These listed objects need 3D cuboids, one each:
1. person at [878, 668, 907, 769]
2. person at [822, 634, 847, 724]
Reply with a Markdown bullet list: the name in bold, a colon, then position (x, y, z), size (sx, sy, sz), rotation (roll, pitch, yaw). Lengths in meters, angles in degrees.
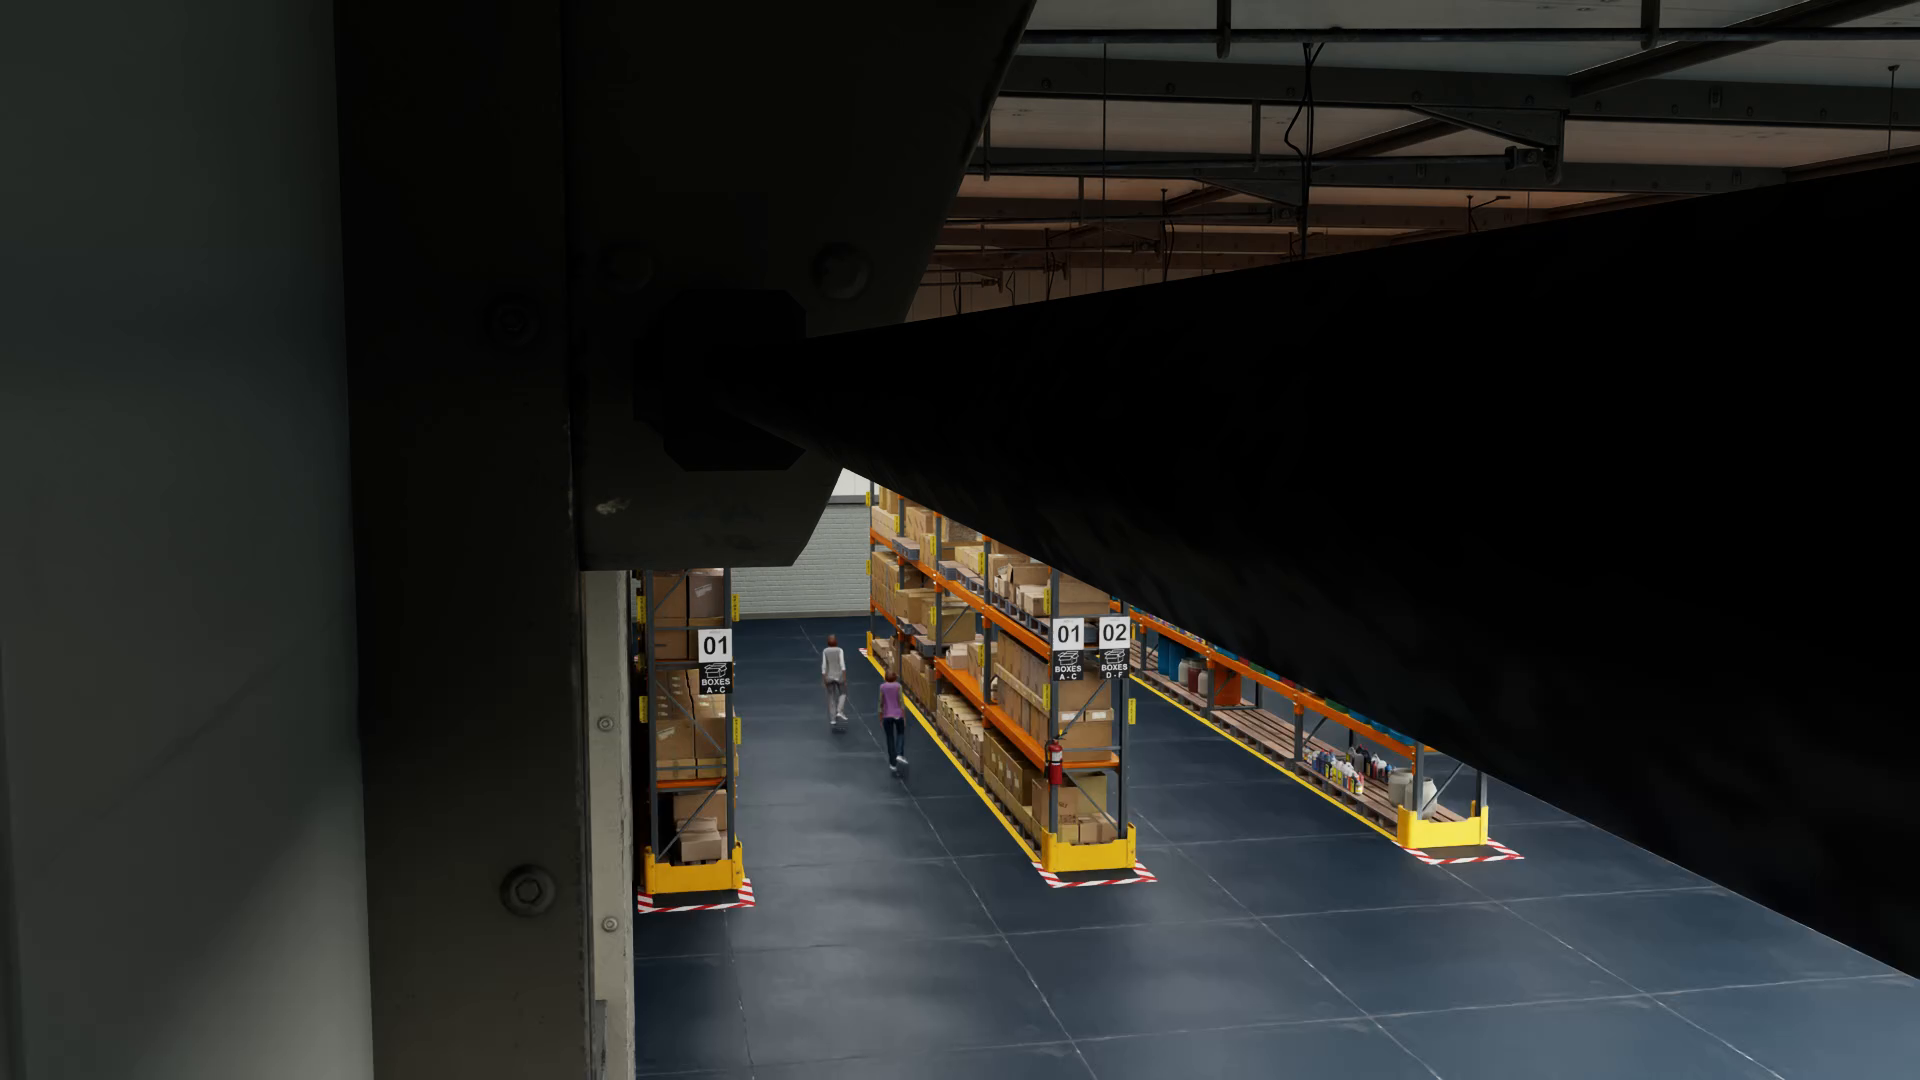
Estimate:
- **person**: position (-1.063, 2.802, 26.163), size (0.456, 1.585, 0.441), rotation (-1, 6, -5)
- **person**: position (-2.222, 2.465, 29.412), size (0.457, 1.586, 0.435), rotation (0, 6, 4)
